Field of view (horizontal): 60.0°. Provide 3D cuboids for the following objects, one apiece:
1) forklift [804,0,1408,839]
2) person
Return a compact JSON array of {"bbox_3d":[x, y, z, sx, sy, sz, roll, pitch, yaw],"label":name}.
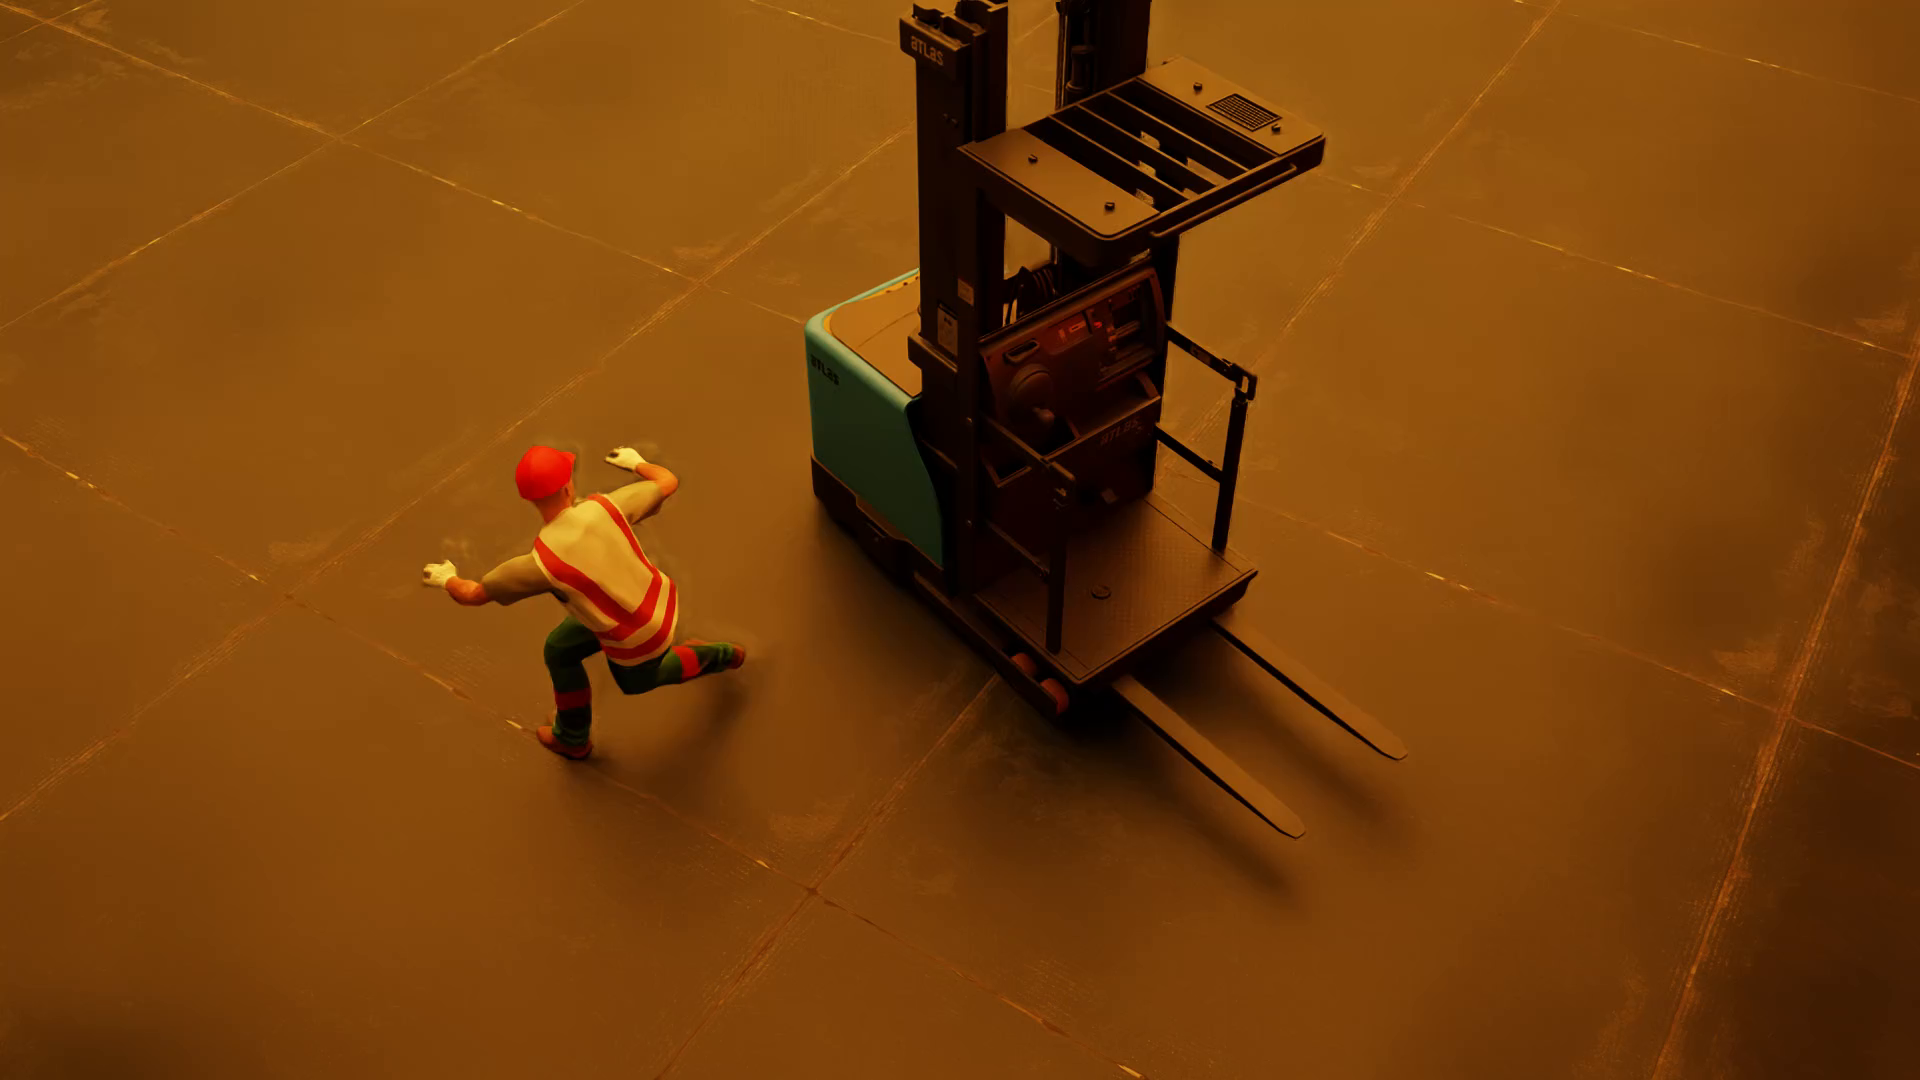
[{"bbox_3d":[0.603,-0.697,6.583,1.130,2.935,3.031,-29,51,-27],"label":"forklift"},{"bbox_3d":[-1.526,0.165,6.719,1.147,1.553,0.911,4,44,4],"label":"person"}]
